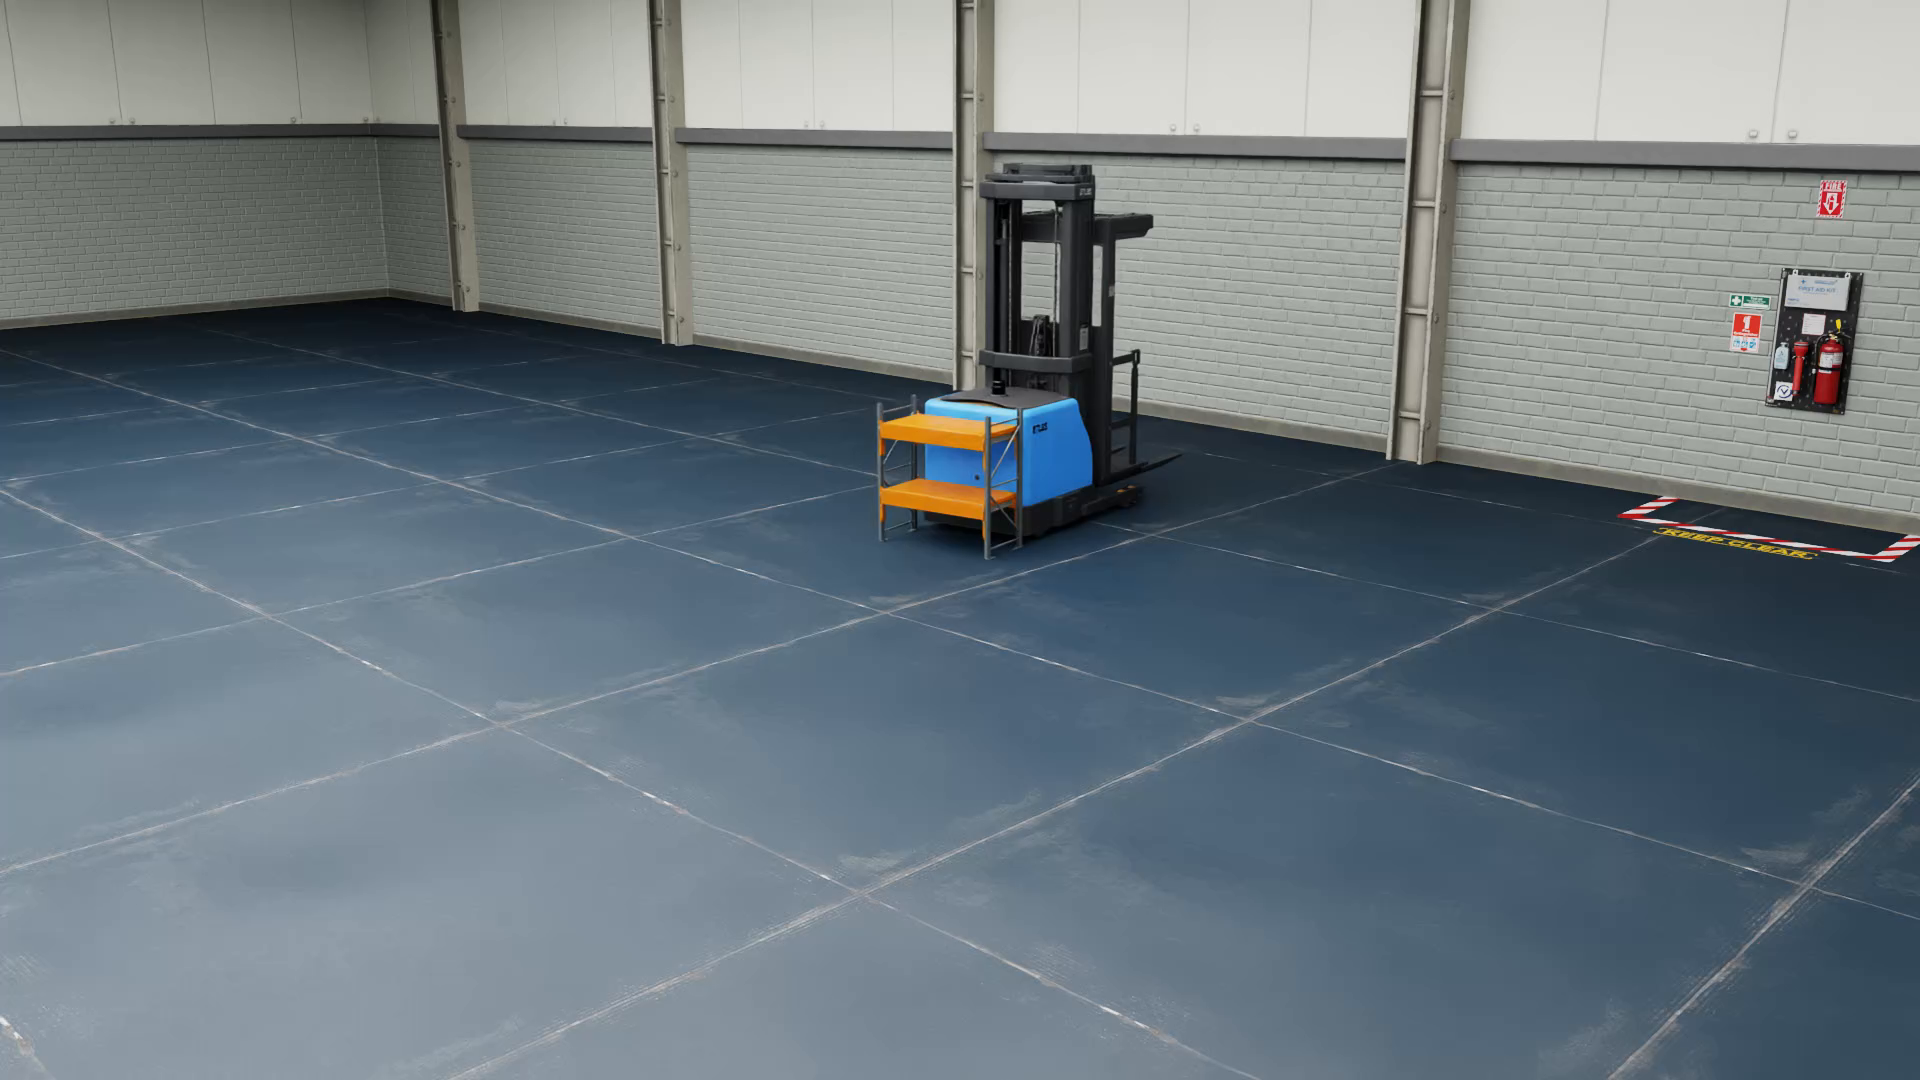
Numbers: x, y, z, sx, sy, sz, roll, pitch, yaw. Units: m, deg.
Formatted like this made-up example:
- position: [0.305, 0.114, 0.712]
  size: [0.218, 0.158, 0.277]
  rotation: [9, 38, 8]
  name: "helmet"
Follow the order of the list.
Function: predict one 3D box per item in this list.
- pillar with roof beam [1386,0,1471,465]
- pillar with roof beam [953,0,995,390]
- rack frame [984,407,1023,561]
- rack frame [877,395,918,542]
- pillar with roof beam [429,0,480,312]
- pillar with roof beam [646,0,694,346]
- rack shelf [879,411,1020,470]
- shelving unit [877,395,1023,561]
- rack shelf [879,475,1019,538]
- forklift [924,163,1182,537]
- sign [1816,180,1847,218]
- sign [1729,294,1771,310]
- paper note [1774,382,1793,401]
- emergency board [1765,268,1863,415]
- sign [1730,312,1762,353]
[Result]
- position: [1.489, -4.372, 12.363]
  size: [0.400, 9.000, 9.100]
  rotation: [14, 20, 42]
  name: "pillar with roof beam"
- position: [-2.830, -5.422, 16.393]
  size: [0.400, 9.000, 9.100]
  rotation: [14, 20, 42]
  name: "pillar with roof beam"
- position: [0.339, -0.437, 12.876]
  size: [0.032, 1.125, 0.500]
  rotation: [10, 17, 33]
  name: "rack frame"
- position: [-0.502, -0.580, 13.428]
  size: [0.032, 1.125, 0.500]
  rotation: [10, 17, 33]
  name: "rack frame"
- position: [-11.468, -7.522, 24.453]
  size: [0.400, 9.000, 9.100]
  rotation: [14, 20, 42]
  name: "pillar with roof beam"
- position: [-7.149, -6.472, 20.423]
  size: [0.400, 9.000, 9.100]
  rotation: [14, 20, 42]
  name: "pillar with roof beam"
- position: [-0.082, -0.792, 13.079]
  size: [1.000, 0.278, 0.538]
  rotation: [10, 17, 33]
  name: "rack shelf"
- position: [-0.082, -0.508, 13.152]
  size: [1.048, 1.125, 0.538]
  rotation: [10, 17, 33]
  name: "shelving unit"
- position: [-0.082, -0.272, 13.214]
  size: [1.000, 0.278, 0.538]
  rotation: [10, 17, 33]
  name: "rack shelf"
- position: [0.956, -1.756, 14.360]
  size: [1.130, 2.935, 3.031]
  rotation: [10, 18, 34]
  name: "forklift"
- position: [7.108, -2.781, 13.557]
  size: [0.199, 0.298, 0.001]
  rotation: [14, 20, 42]
  name: "sign"
- position: [6.715, -2.026, 14.138]
  size: [0.331, 0.109, 0.001]
  rotation: [14, 20, 42]
  name: "sign"
- position: [6.965, -1.257, 14.053]
  size: [0.142, 0.148, 0.016]
  rotation: [14, 20, 42]
  name: "paper note"
- position: [7.044, -1.639, 13.775]
  size: [0.643, 1.169, 0.194]
  rotation: [14, 20, 42]
  name: "emergency board"
- position: [6.718, -1.772, 14.214]
  size: [0.234, 0.329, 0.001]
  rotation: [14, 20, 42]
  name: "sign"
